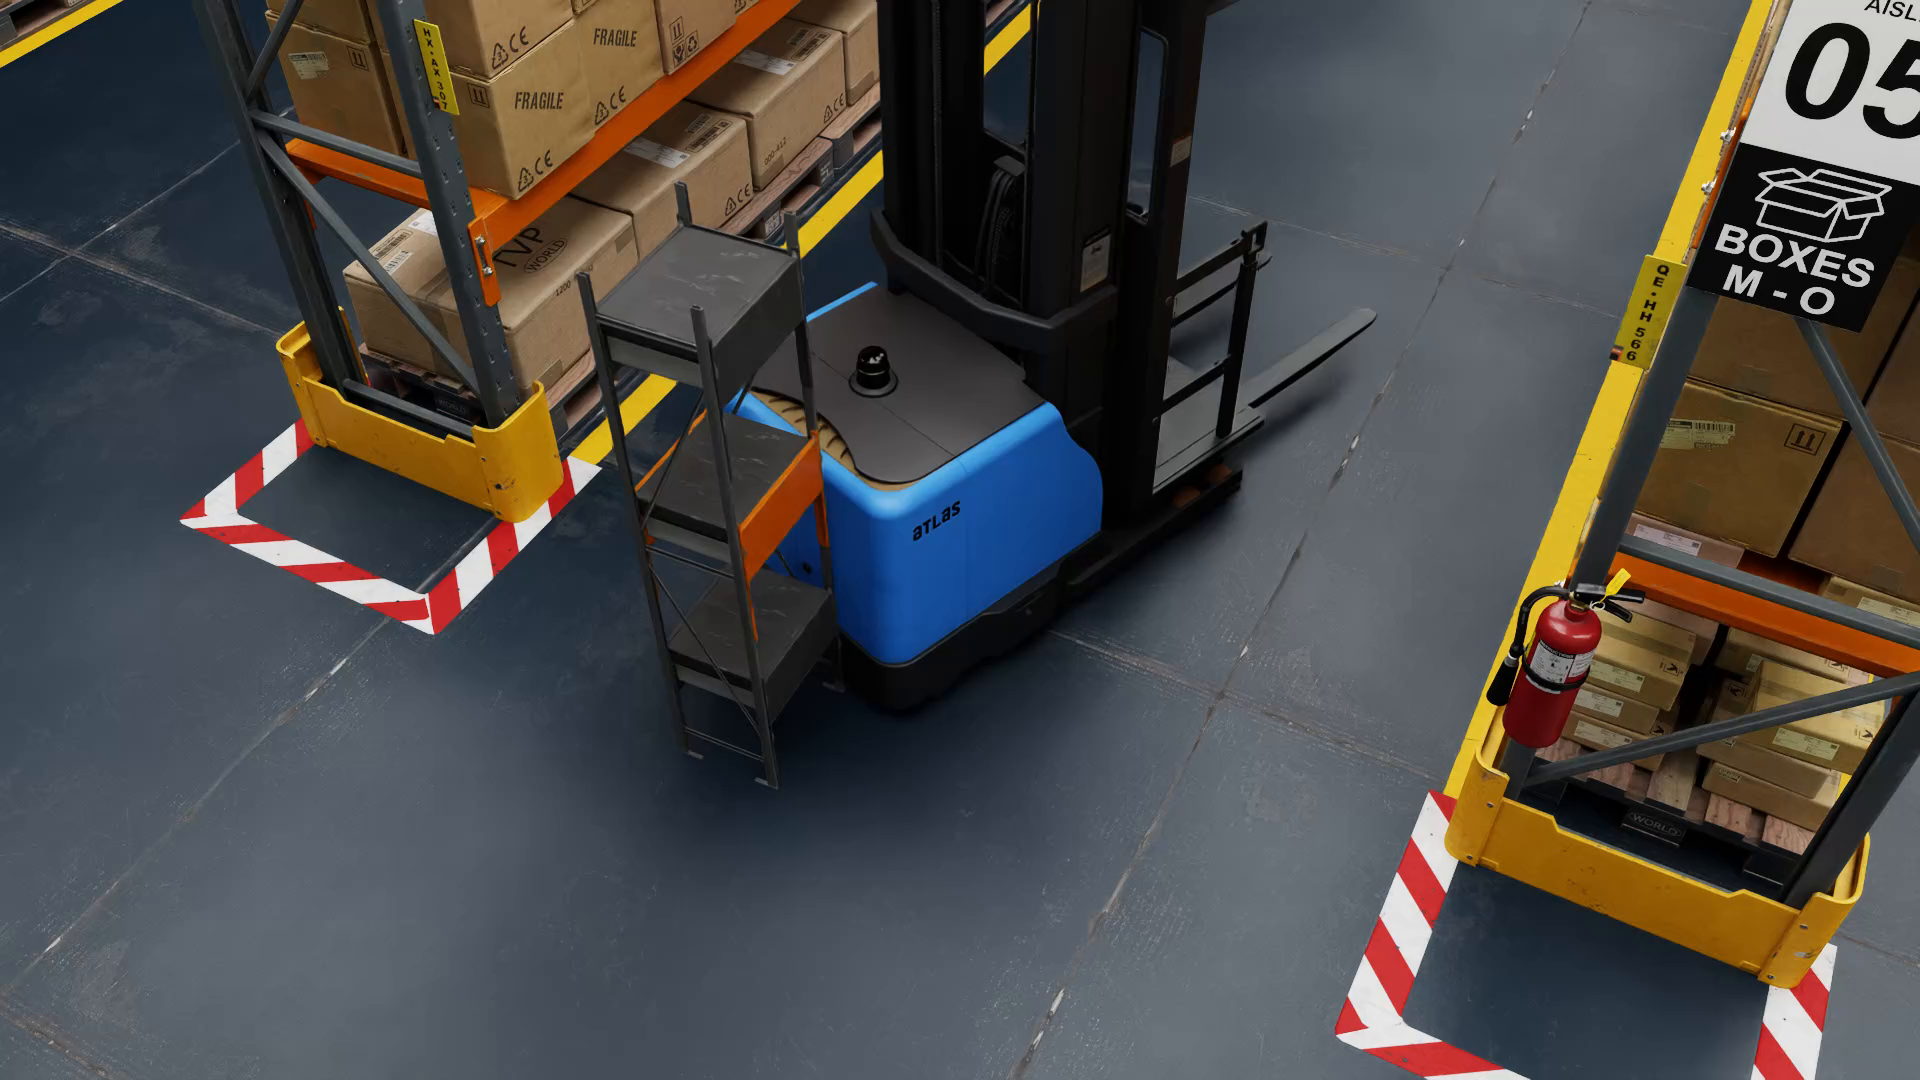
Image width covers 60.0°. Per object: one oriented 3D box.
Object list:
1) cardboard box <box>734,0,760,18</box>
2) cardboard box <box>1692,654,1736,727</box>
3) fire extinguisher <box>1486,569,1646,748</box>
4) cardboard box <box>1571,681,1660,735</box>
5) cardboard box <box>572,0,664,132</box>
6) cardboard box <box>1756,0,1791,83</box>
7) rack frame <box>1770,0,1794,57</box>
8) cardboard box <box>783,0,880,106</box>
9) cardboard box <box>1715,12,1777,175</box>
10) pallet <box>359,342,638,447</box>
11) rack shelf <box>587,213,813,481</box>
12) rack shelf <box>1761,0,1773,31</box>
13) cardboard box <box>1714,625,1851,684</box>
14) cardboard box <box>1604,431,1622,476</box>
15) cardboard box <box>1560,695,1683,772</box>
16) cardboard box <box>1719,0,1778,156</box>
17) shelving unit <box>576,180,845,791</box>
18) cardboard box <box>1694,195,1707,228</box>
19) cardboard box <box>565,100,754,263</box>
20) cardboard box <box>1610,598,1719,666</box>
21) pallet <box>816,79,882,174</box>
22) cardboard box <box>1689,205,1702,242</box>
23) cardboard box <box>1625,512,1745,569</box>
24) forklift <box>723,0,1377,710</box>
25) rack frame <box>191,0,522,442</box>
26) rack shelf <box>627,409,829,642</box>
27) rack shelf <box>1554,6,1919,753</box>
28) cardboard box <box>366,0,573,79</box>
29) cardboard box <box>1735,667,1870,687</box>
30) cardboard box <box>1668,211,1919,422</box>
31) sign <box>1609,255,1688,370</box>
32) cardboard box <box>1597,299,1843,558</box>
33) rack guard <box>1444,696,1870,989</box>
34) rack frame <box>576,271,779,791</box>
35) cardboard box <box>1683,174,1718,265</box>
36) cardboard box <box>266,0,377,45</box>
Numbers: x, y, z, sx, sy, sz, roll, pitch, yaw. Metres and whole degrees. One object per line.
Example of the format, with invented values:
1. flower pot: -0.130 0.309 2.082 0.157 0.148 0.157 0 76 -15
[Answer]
1. cardboard box: -1.071 -2.629 7.169 0.500 0.500 0.500 22 49 20
2. cardboard box: 2.779 0.586 5.771 0.380 0.149 0.250 20 49 19
3. fire extinguisher: 1.678 0.312 4.649 0.296 0.674 0.183 20 49 19
4. cardboard box: 2.196 0.471 5.676 0.380 0.149 0.250 19 48 18
5. cardboard box: -1.541 -1.994 6.541 0.500 0.500 0.500 20 49 19
6. cardboard box: 2.180 -1.228 3.851 0.500 0.250 0.500 19 48 18
7. rack frame: 2.203 -1.961 2.361 1.000 3.000 0.127 20 49 19
8. cardboard box: -0.758 -2.830 8.944 0.875 0.438 0.875 20 49 19
9. cardboard box: 2.664 -1.364 5.006 0.500 0.500 0.500 23 50 21
10. pallet: -1.926 -0.972 7.563 1.003 0.211 1.213 20 49 19
11. rack shelf: -0.747 -0.567 4.863 0.431 0.518 0.480 18 48 19
12. rack shelf: 4.989 -3.379 8.487 1.077 0.370 4.000 20 49 19
13. cardboard box: 2.769 0.362 5.574 0.380 0.149 0.250 21 49 20
14. cardboard box: 2.652 -0.298 6.227 0.380 0.149 0.250 22 49 20
15. cardboard box: 2.263 0.602 5.756 0.380 0.149 0.250 21 49 20
16. cardboard box: 3.118 -1.664 6.006 0.500 0.500 0.500 19 48 18
17. shelving unit: -0.735 -0.080 5.347 0.431 2.100 0.503 18 48 19
18. cardboard box: 3.608 -1.500 7.623 0.380 0.149 0.250 23 50 21
19. cardboard box: -1.593 -1.698 7.826 0.875 0.438 0.875 22 49 20
20. cardboard box: 2.392 0.236 5.698 0.380 0.149 0.250 21 49 20
21. pallet: -0.793 -2.510 9.082 1.003 0.211 1.213 20 49 19
22. cardboard box: 3.607 -1.395 7.728 0.380 0.149 0.250 18 48 17
23. cardboard box: 2.104 -0.063 4.880 0.380 0.149 0.250 21 49 19
24. forklift: 0.527 -1.333 6.007 3.031 2.935 1.130 -33 54 -28
25. rack frame: -2.228 -1.423 6.048 1.000 3.000 0.127 20 49 19
26. rack shelf: -0.735 -0.071 5.357 0.431 0.518 0.480 18 48 19
27. rack shelf: 3.132 -0.860 5.996 1.077 0.370 4.000 20 49 19
28. cardboard box: -1.753 -2.018 5.862 0.500 0.500 0.500 19 48 18
29. cardboard box: 2.851 0.498 5.649 0.380 0.149 0.250 20 49 19
30. cardboard box: 2.195 -0.714 4.364 0.500 0.500 0.500 20 49 18
31. sign: 1.721 -0.566 4.165 0.100 0.325 0.005 20 49 19
32. cardboard box: 2.184 -0.360 4.718 0.500 0.500 0.500 21 49 20
33. rack guard: 2.239 0.978 5.432 1.175 0.500 0.348 20 49 19
34. rack frame: -0.842 0.076 5.193 0.400 2.100 0.015 18 48 19
35. cardboard box: 2.655 -1.006 5.355 0.500 0.500 0.500 21 49 19
36. cardboard box: -2.215 -2.192 6.034 0.500 0.500 0.500 22 49 20
